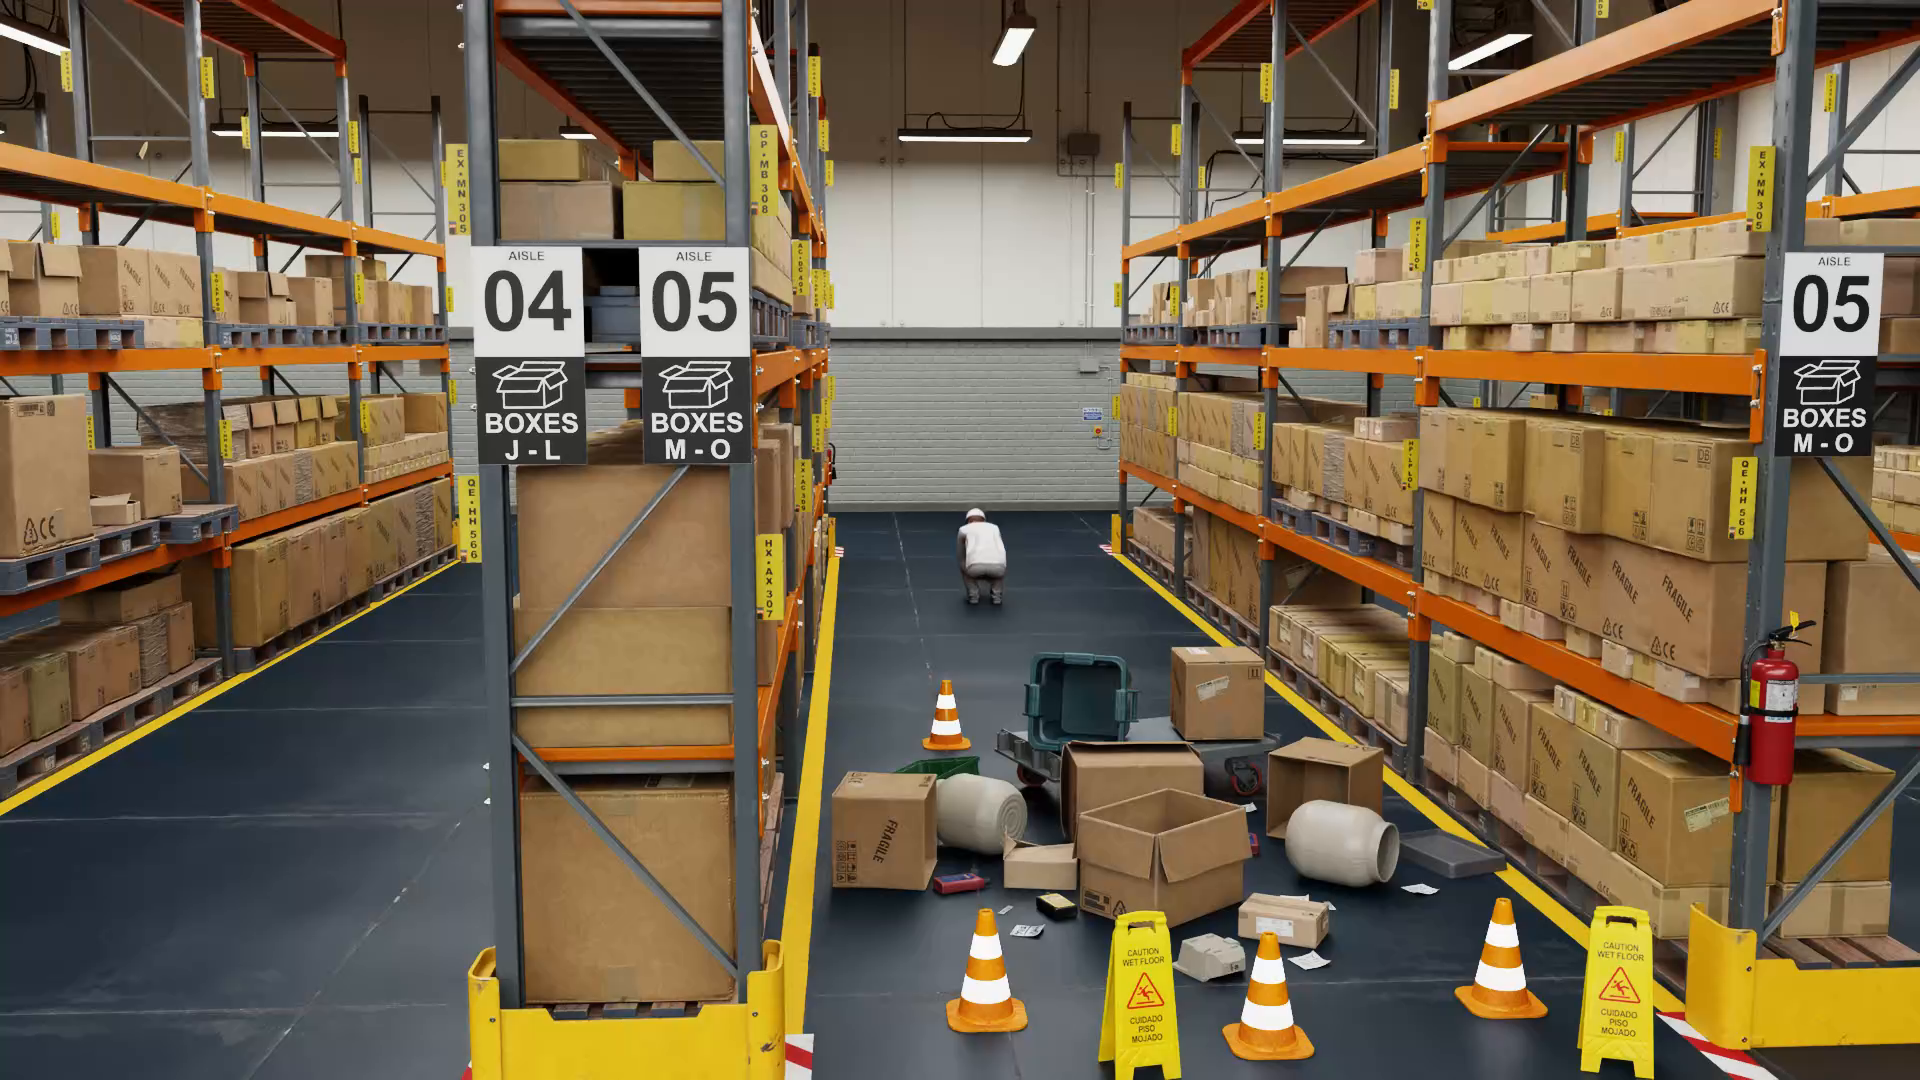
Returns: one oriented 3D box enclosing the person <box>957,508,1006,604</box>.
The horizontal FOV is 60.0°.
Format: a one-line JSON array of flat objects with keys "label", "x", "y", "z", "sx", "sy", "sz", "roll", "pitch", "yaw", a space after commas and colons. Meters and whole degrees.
[{"label": "person", "x": 0.241, "y": 0.180, "z": 18.402, "sx": 0.536, "sy": 1.006, "sz": 0.871, "roll": 0, "pitch": 7, "yaw": -4}]
